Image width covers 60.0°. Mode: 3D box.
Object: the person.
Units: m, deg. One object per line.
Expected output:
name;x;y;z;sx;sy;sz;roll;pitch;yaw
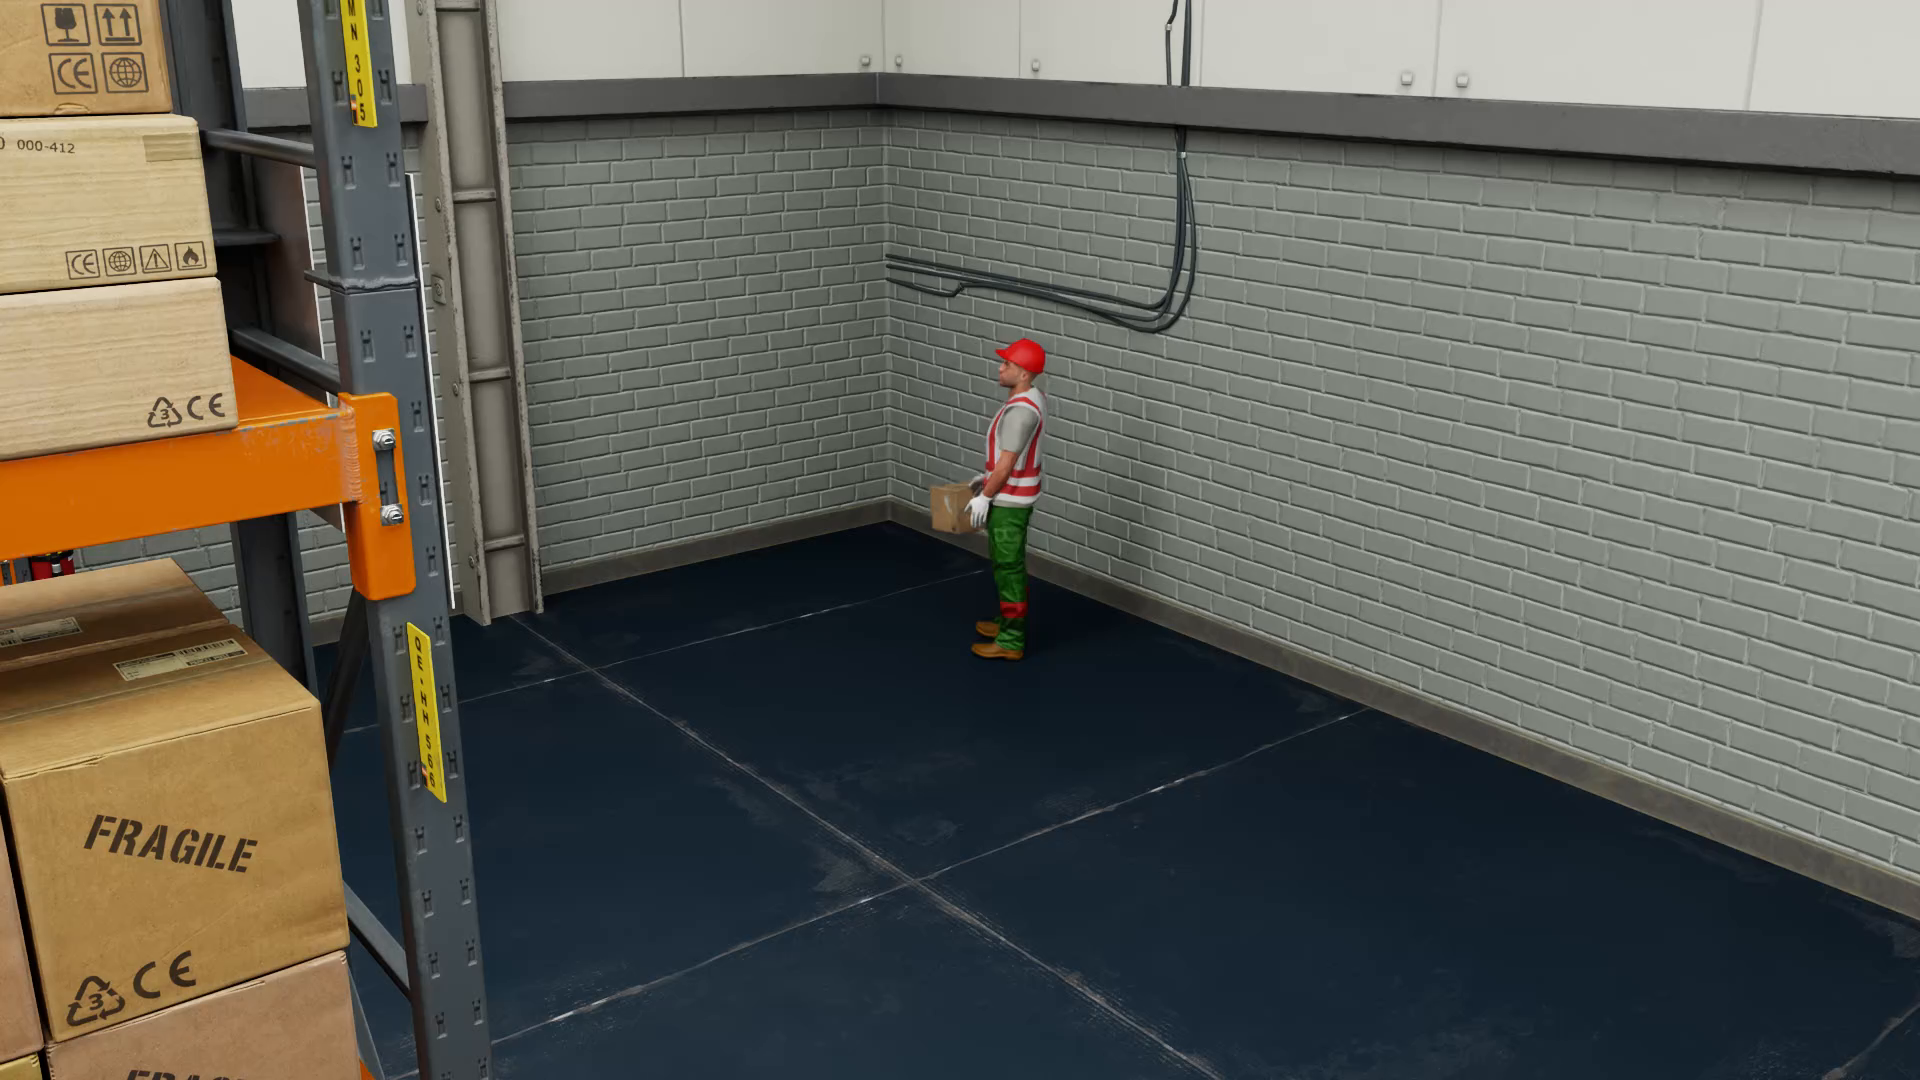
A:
person;0.238;-0.232;9.195;0.463;1.794;0.591;3;18;11
